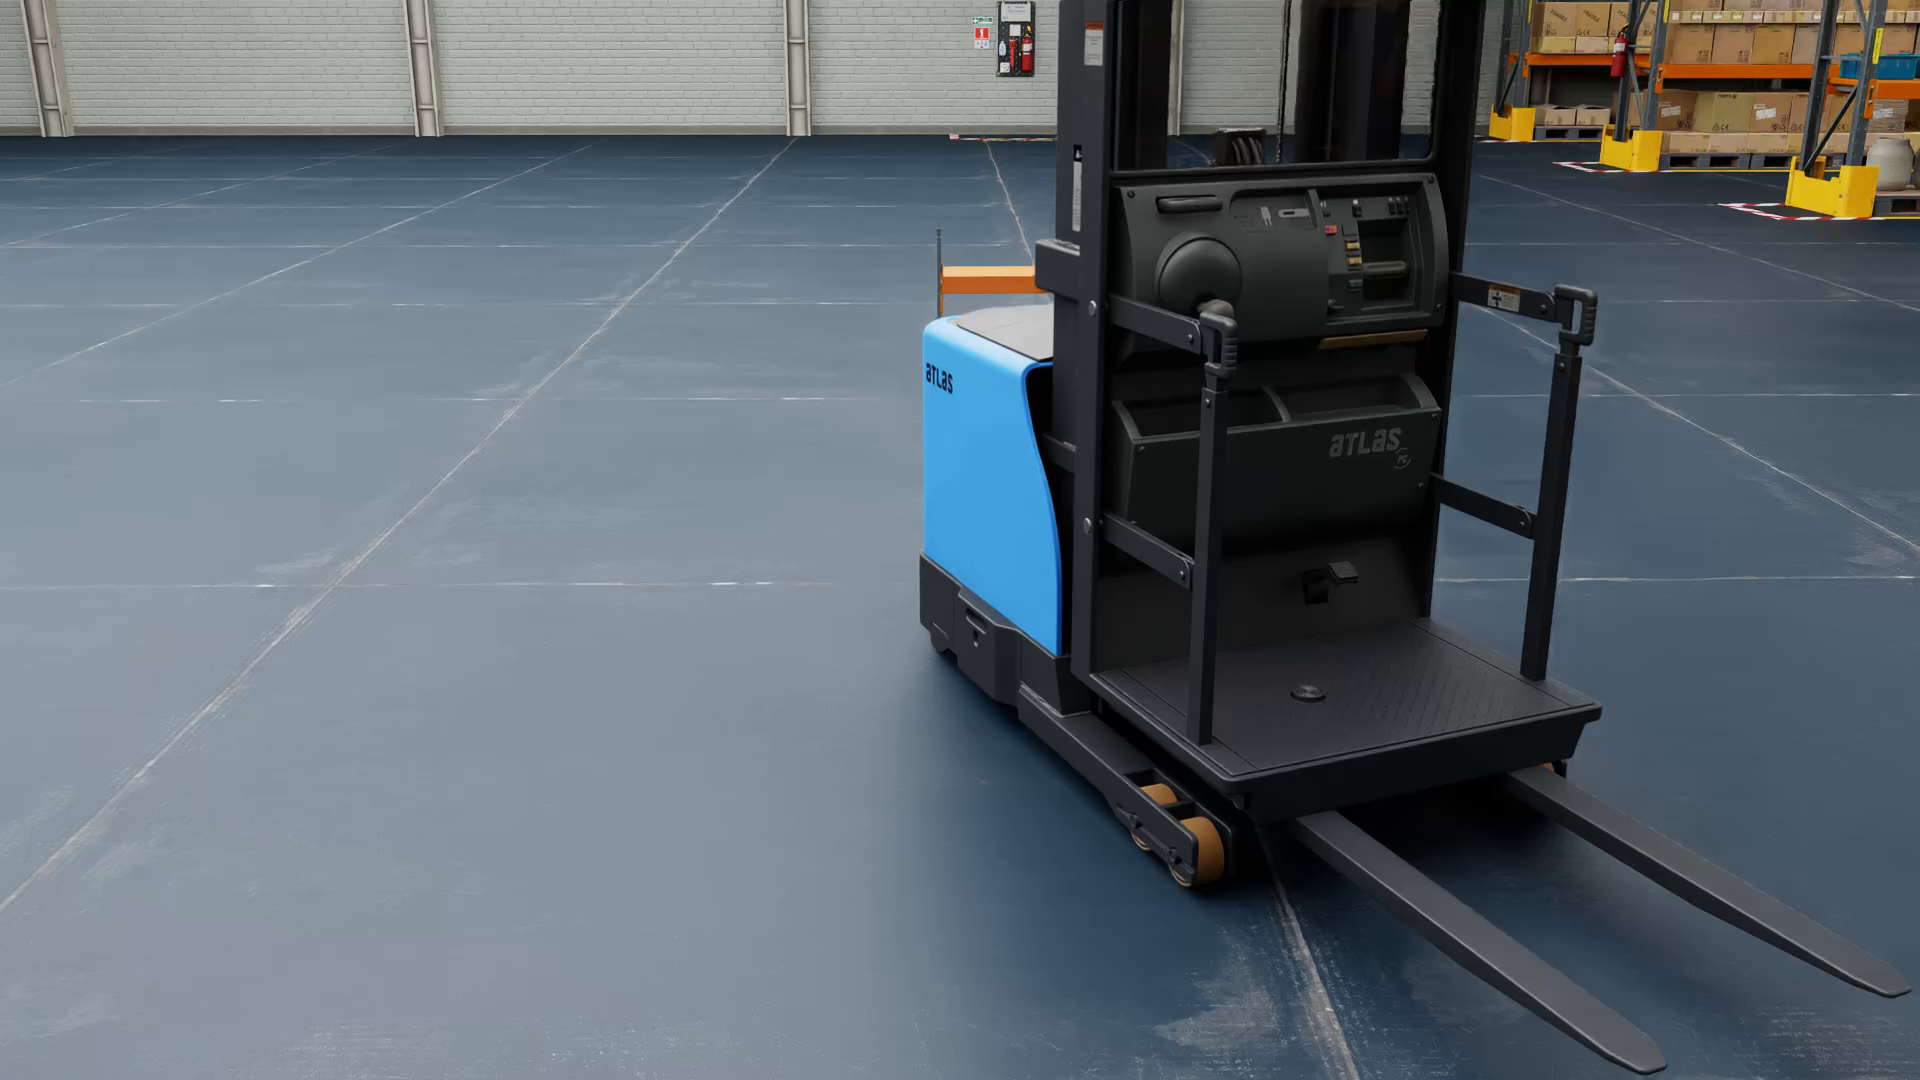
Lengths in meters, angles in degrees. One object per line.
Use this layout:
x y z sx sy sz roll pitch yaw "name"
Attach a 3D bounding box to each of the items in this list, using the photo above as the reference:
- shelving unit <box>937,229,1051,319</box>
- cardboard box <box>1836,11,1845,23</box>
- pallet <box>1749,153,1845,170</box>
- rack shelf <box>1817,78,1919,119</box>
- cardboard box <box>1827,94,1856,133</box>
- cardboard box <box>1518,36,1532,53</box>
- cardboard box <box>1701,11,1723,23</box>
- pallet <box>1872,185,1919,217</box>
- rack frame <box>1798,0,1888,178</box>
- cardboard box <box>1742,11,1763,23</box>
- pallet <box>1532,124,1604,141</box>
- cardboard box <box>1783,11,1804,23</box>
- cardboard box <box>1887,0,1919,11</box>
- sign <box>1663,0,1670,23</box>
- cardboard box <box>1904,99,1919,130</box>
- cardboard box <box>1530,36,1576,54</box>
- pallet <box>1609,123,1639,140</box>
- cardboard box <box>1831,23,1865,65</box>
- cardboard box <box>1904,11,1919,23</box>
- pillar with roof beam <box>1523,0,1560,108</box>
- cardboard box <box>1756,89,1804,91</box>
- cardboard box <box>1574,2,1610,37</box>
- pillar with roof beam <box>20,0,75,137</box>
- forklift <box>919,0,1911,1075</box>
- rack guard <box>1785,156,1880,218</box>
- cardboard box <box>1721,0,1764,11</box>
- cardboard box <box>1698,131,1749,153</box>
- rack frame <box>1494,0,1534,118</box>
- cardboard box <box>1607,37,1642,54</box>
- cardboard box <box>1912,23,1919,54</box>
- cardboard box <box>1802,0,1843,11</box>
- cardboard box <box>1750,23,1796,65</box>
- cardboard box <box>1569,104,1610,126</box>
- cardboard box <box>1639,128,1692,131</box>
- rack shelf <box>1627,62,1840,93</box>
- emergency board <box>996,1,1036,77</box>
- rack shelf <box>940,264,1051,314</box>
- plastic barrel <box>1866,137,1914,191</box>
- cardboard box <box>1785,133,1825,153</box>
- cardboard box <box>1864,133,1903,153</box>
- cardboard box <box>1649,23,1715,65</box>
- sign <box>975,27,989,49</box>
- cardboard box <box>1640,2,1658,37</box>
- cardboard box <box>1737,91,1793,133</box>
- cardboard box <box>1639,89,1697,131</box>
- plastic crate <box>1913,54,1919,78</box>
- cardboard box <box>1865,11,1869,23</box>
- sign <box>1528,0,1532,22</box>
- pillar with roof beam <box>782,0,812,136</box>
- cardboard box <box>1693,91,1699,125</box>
0.166 -0.572 6.367 0.503 1.200 0.258 0 18 -1 "shelving unit"
10.970 -6.618 21.041 0.250 0.149 0.380 0 18 1 "cardboard box"
10.755 -5.010 21.821 1.213 0.211 1.003 0 18 -1 "pallet"
10.849 -4.471 16.752 4.000 0.370 1.077 0 18 -1 "rack shelf"
11.314 -5.512 21.407 0.500 0.500 0.500 0 18 -1 "cardboard box"
9.157 -7.829 26.256 0.500 0.250 0.500 0 18 0 "cardboard box"
9.434 -6.611 21.021 0.250 0.149 0.380 -1 18 -2 "cardboard box"
9.737 -3.493 17.091 1.213 0.211 1.003 0 18 -1 "pallet"
8.849 -4.804 16.612 0.127 3.000 1.000 0 18 -1 "rack frame"
9.936 -6.613 21.025 0.250 0.149 0.380 -1 18 -2 "cardboard box"
9.581 -6.495 26.450 1.213 0.211 1.003 0 18 -1 "pallet"
10.458 -6.616 21.036 0.250 0.149 0.380 -1 18 -2 "cardboard box"
11.825 -6.994 21.153 0.500 0.500 0.700 0 18 -1 "cardboard box"
8.777 -6.597 20.655 0.005 0.325 0.100 0 18 -1 "sign"
12.305 -5.677 21.921 0.500 0.500 0.500 0 18 -1 "cardboard box"
9.185 -7.673 25.769 0.500 0.250 0.500 -1 18 -2 "cardboard box"
10.798 -6.500 26.465 1.213 0.211 1.003 0 18 -1 "pallet"
11.301 -6.374 21.342 0.500 0.500 0.700 0 18 0 "cardboard box"
11.996 -6.623 21.058 0.250 0.149 0.380 -1 18 -2 "cardboard box"
9.447 -9.639 21.863 0.400 9.000 9.100 0 18 -1 "pillar with roof beam"
10.806 -5.669 21.896 0.500 0.500 0.500 0 18 -1 "cardboard box"
9.669 -8.035 25.668 0.500 0.500 0.500 0 18 -1 "cardboard box"
-14.550 -9.523 21.502 0.400 9.000 9.100 0 18 -1 "pillar with roof beam"
0.910 -0.715 3.980 1.130 2.935 3.031 -7 19 -22 "forklift"
8.924 -3.628 17.040 0.348 0.500 1.175 0 18 -1 "rack guard"
9.820 -6.985 21.123 0.500 0.500 0.700 -1 18 -2 "cardboard box"
9.814 -5.146 21.491 0.500 0.250 0.500 0 18 -1 "cardboard box"
8.693 -7.830 26.044 0.127 3.000 1.000 0 18 -1 "rack frame"
10.214 -7.681 25.792 0.500 0.250 0.500 -1 18 -2 "cardboard box"
12.330 -6.379 21.360 0.500 0.500 0.700 -1 18 -2 "cardboard box"
10.825 -6.990 21.139 0.500 0.500 0.700 0 18 -1 "cardboard box"
10.263 -6.367 21.322 0.500 0.500 0.700 0 18 0 "cardboard box"
9.956 -6.737 26.321 0.500 0.311 0.500 1 18 4 "cardboard box"
9.306 -5.300 21.973 0.500 0.250 0.500 0 18 -1 "cardboard box"
10.774 -5.984 21.468 4.000 0.370 1.077 0 18 -1 "rack shelf"
0.908 -8.068 26.787 0.643 1.169 0.194 0 18 -1 "emergency board"
0.166 -0.946 6.247 0.480 0.148 0.258 0 18 -1 "rack shelf"
9.506 -3.846 17.010 0.421 0.512 0.421 0 18 0 "plastic barrel"
10.814 -5.149 21.501 0.500 0.250 0.500 0 18 -1 "cardboard box"
11.814 -5.158 21.531 0.500 0.250 0.500 0 18 -1 "cardboard box"
9.241 -6.363 21.308 0.500 0.500 0.700 0 18 -1 "cardboard box"
0.354 -8.114 26.872 0.234 0.329 0.001 0 18 -1 "sign"
10.702 -8.041 25.689 0.500 0.500 0.500 0 18 1 "cardboard box"
10.314 -5.508 21.395 0.500 0.500 0.500 0 18 -1 "cardboard box"
9.306 -5.658 21.861 0.500 0.500 0.500 0 18 -1 "cardboard box"
9.994 -4.828 16.931 0.408 0.251 0.499 0 18 -1 "plastic crate"
11.488 -6.621 21.052 0.250 0.149 0.380 0 18 -1 "cardboard box"
8.701 -8.076 25.395 0.005 0.325 0.100 0 18 -1 "sign"
-2.552 -9.581 21.683 0.400 9.000 9.100 0 18 -1 "pillar with roof beam"
11.655 -6.851 26.365 0.500 0.500 0.500 -2 18 -5 "cardboard box"
